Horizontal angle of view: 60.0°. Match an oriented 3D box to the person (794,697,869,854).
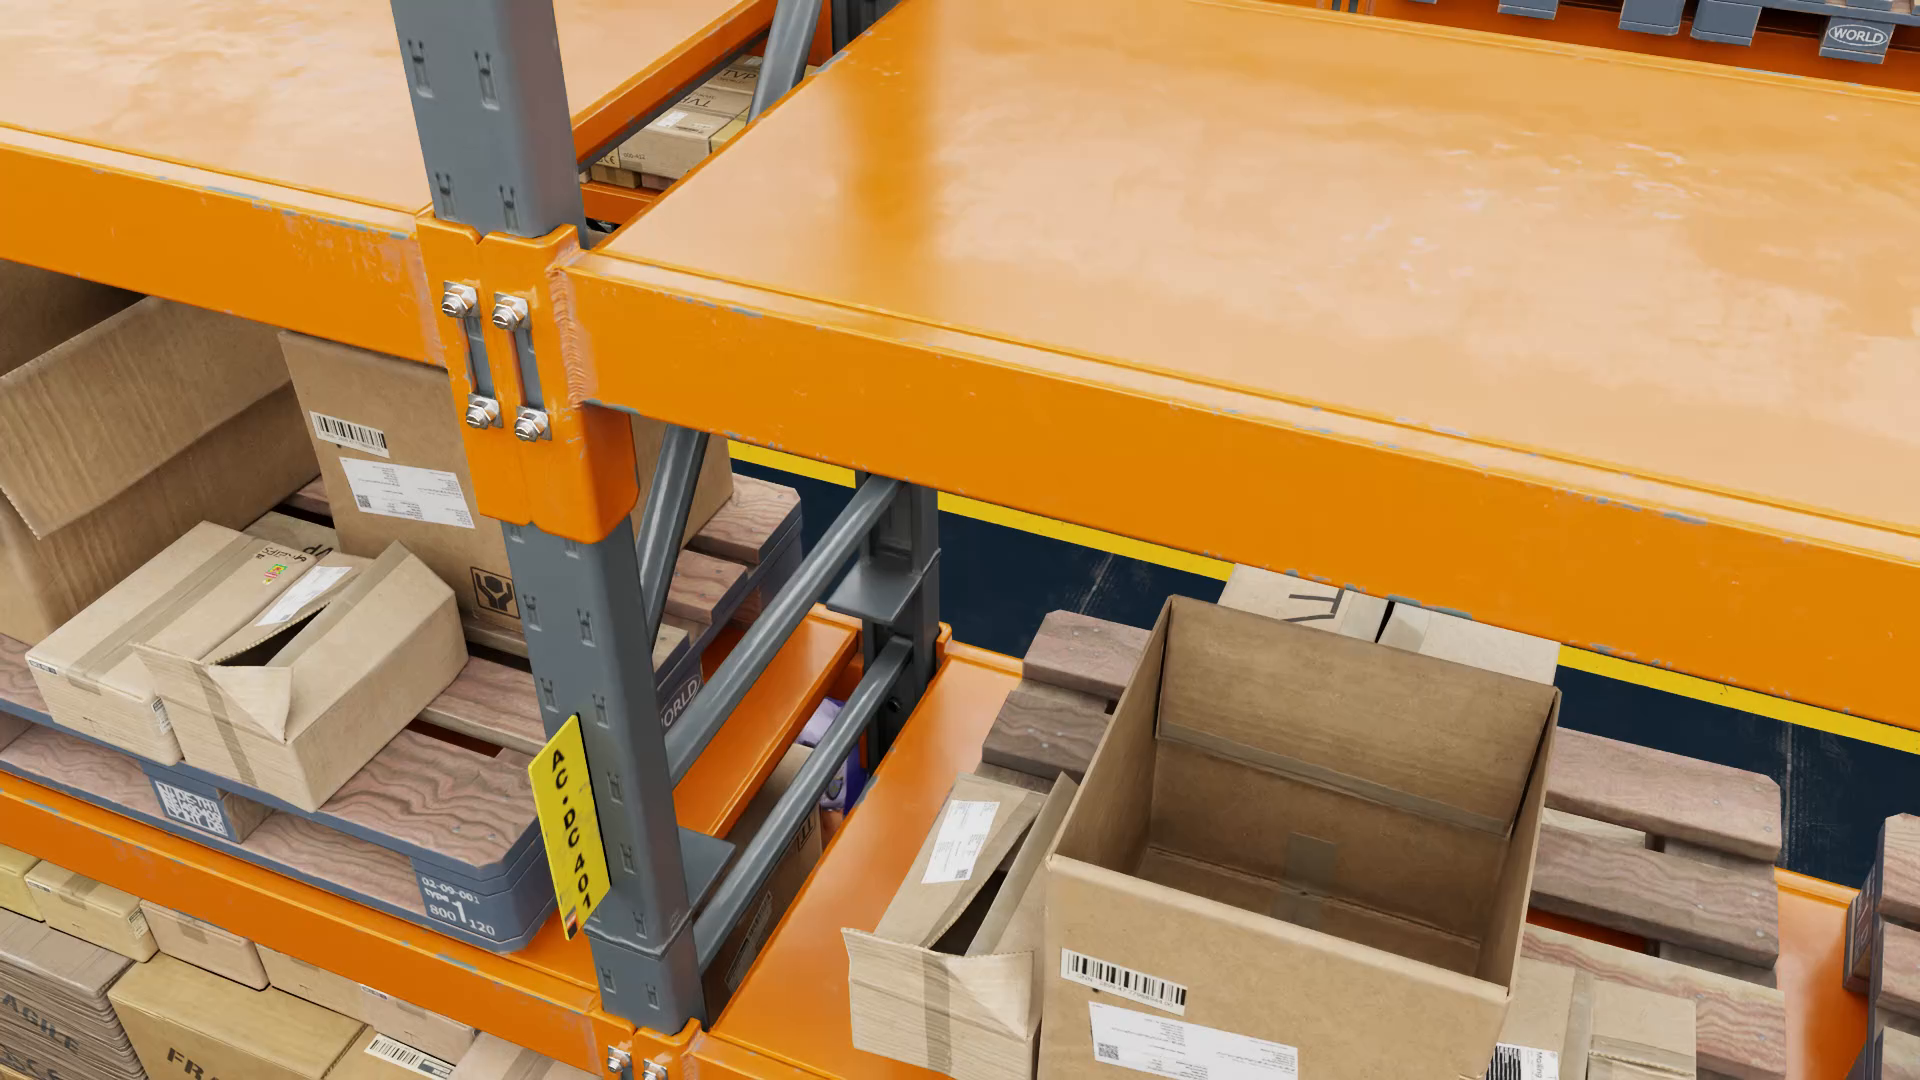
[{"bbox_3d":[-0.585,0.884,6.004,0.536,1.063,0.773,14,40,17],"label":"person"}]
